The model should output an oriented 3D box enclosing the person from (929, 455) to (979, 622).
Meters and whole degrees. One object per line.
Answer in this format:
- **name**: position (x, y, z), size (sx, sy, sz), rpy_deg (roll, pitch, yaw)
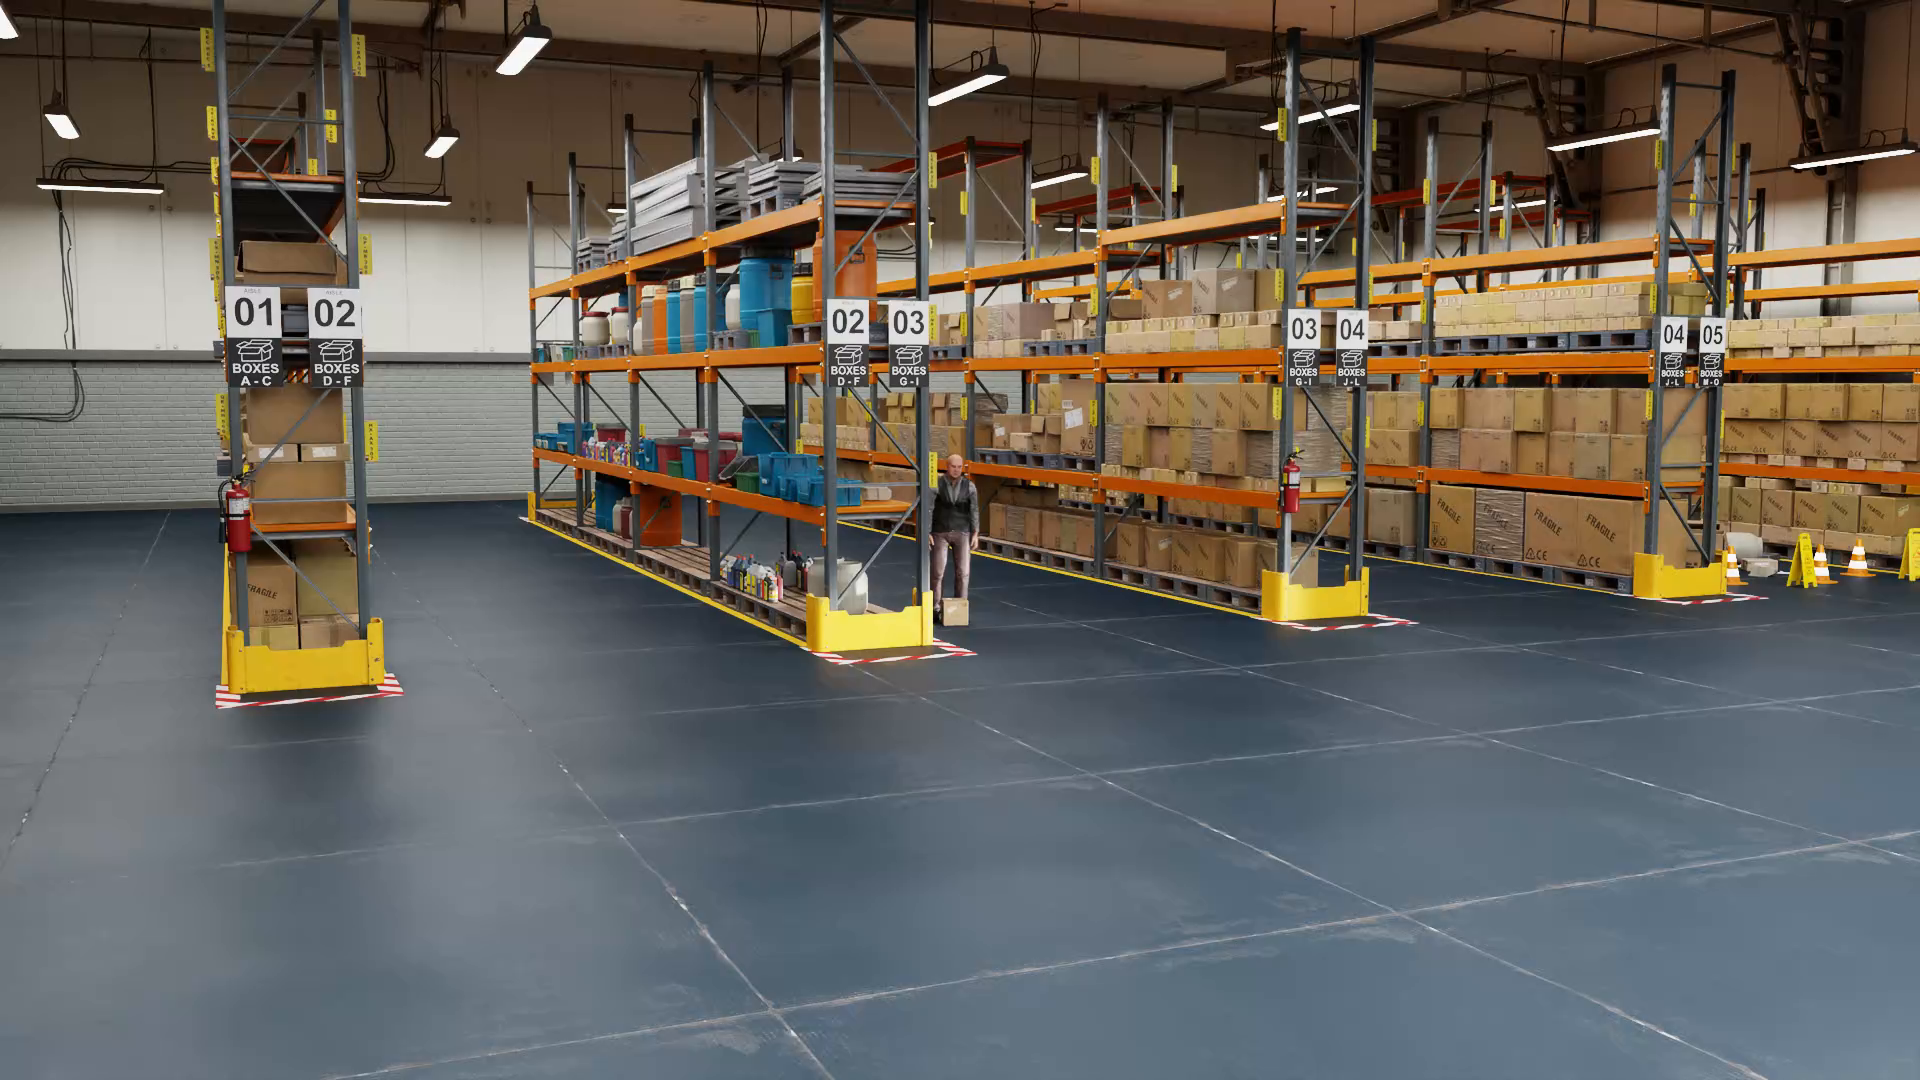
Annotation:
- **person**: position (-0.085, -0.024, 17.152), size (0.582, 1.718, 0.475), rpy_deg (-1, 5, -8)
